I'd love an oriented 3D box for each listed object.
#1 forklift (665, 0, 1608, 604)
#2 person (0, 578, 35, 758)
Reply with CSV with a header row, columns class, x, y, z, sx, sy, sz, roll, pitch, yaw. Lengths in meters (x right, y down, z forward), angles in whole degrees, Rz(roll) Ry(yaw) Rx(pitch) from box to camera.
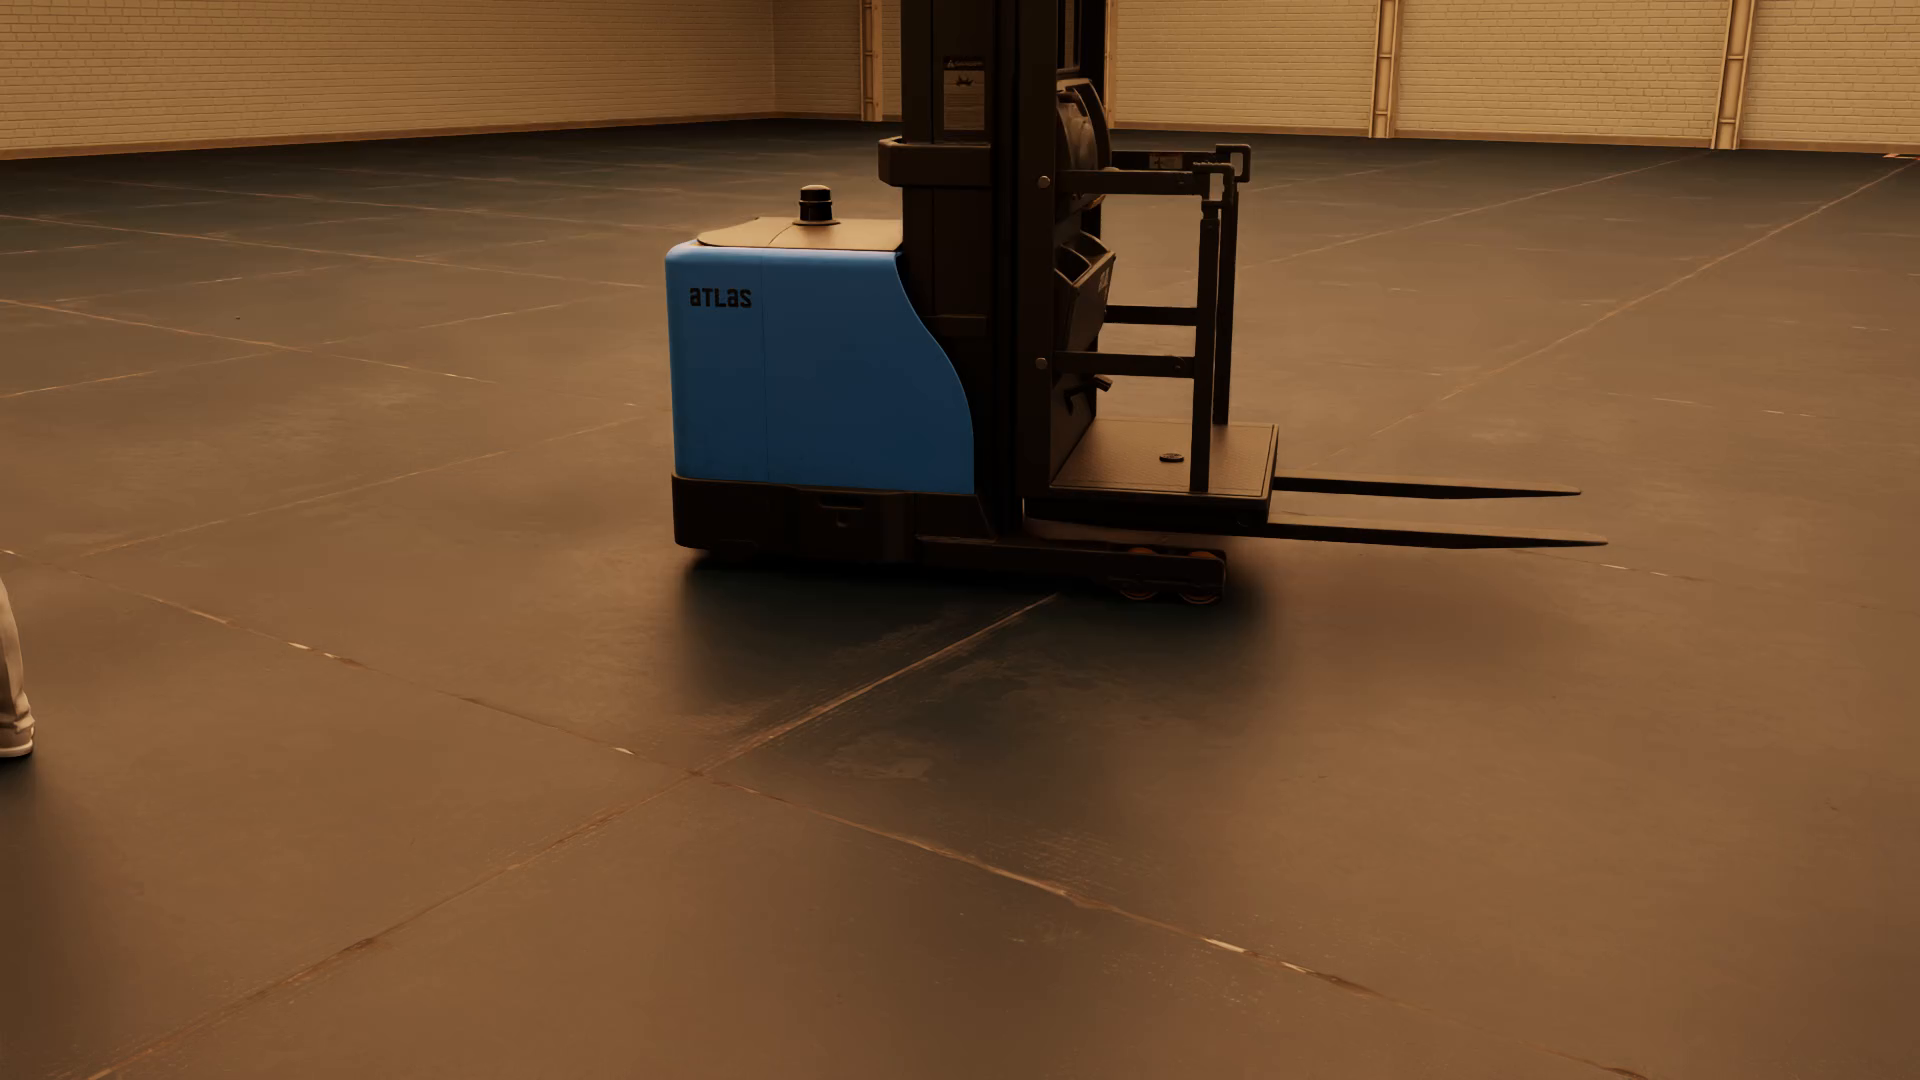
class,x,y,z,sx,sy,sz,roll,pitch,yaw
forklift,0.595,-1.367,5.404,3.031,2.935,1.130,4,17,12
person,-2.498,-0.254,3.853,0.348,1.693,0.463,15,22,40
